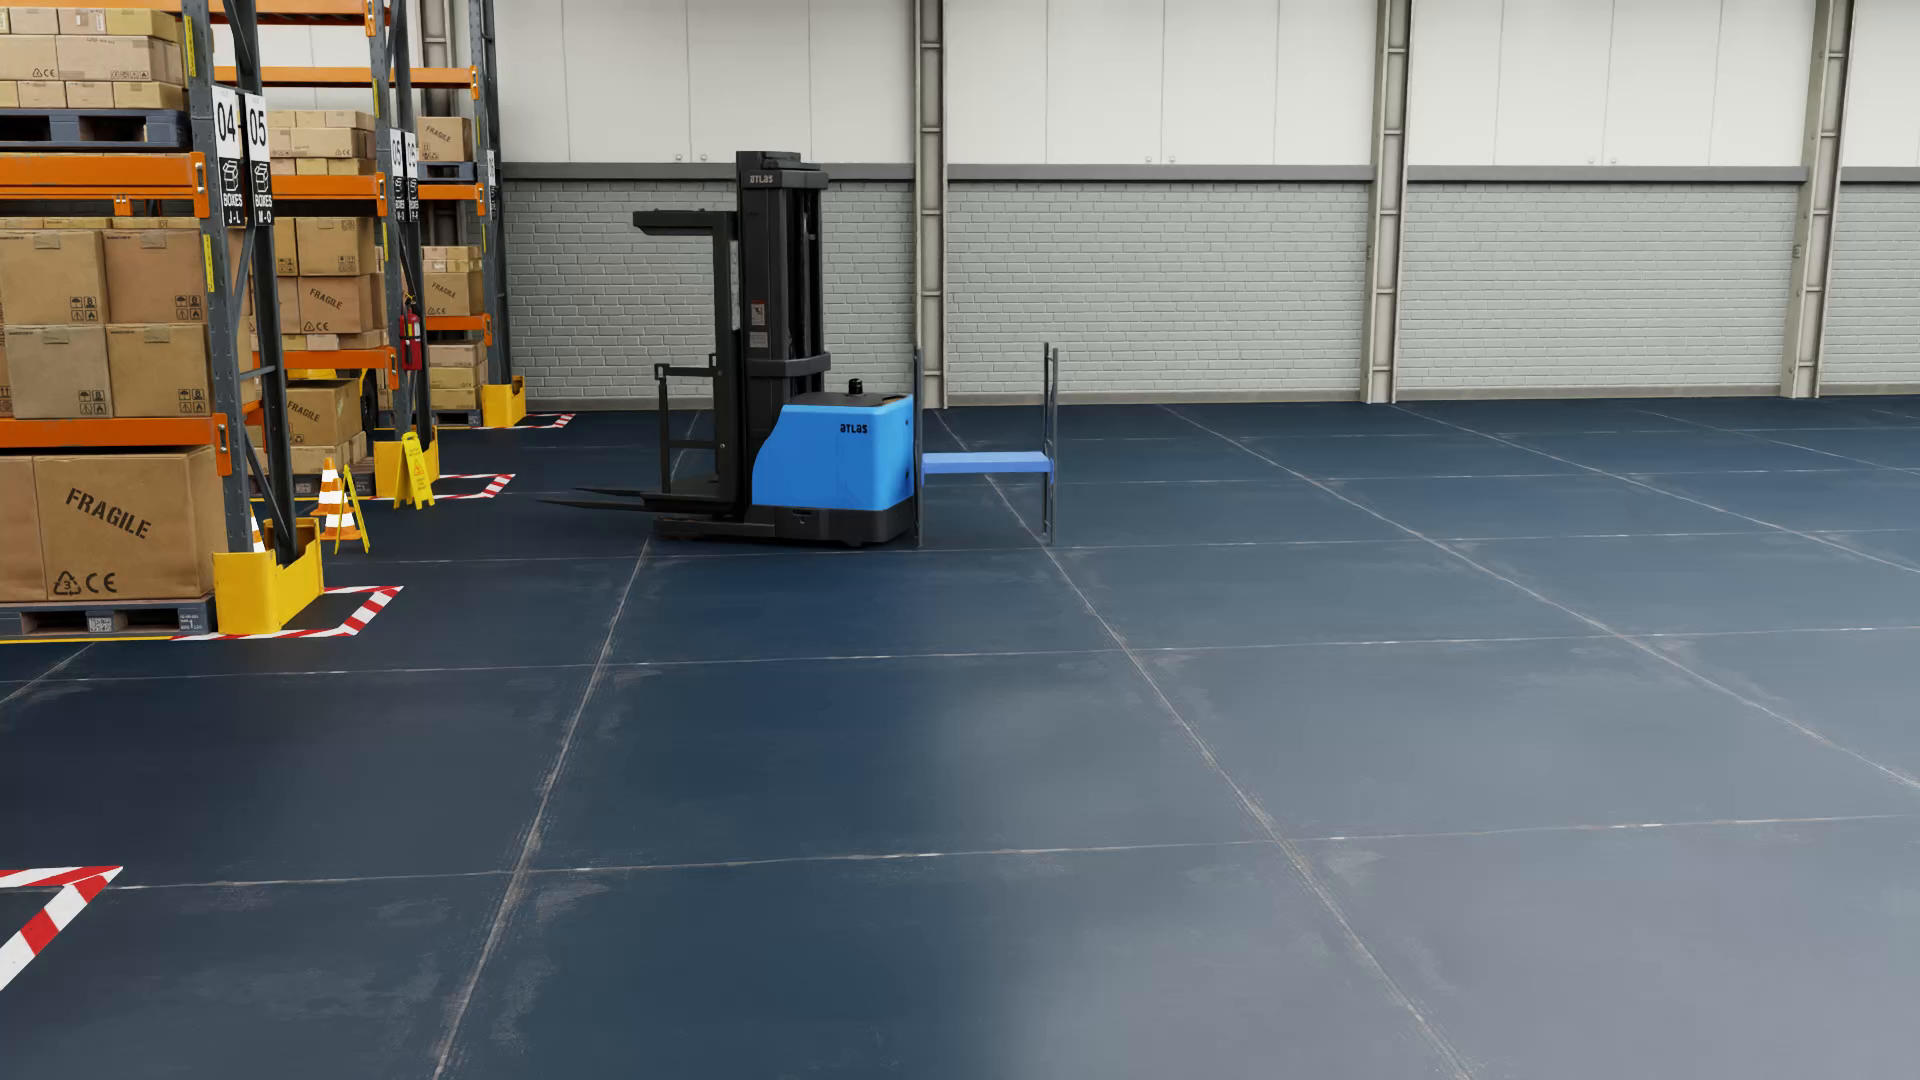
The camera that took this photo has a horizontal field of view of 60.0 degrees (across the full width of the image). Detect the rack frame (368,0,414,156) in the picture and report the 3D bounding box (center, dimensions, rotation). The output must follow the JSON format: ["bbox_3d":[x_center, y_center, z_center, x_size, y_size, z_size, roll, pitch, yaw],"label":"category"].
[{"bbox_3d":[-5.009,-4.905,14.491,0.127,3.000,1.000,-1,11,-6],"label":"rack frame"}]

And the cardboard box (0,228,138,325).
[{"bbox_3d":[-5.284,-1.588,9.984,0.550,0.550,0.875,-1,11,-6],"label":"cardboard box"}]

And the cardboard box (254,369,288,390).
[{"bbox_3d":[-6.135,-1.418,14.716,0.250,0.149,0.380,-1,11,-4],"label":"cardboard box"}]

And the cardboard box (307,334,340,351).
[{"bbox_3d":[-5.597,-1.763,14.711,0.250,0.149,0.380,-1,11,-7],"label":"cardboard box"}]

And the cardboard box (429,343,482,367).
[{"bbox_3d":[-5.973,-2.192,19.687,0.500,0.250,0.500,-1,11,-4],"label":"cardboard box"}]

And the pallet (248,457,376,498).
[{"bbox_3d":[-5.896,-0.582,15.279,1.213,0.211,1.003,-1,11,-6],"label":"pallet"}]

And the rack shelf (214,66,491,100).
[{"bbox_3d":[-7.537,-5.266,19.229,4.000,0.370,1.077,-1,11,-6],"label":"rack shelf"}]

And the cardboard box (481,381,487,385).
[{"bbox_3d":[-6.058,-1.798,20.275,0.500,0.250,0.500,-1,11,-6],"label":"cardboard box"}]

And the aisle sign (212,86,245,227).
[{"bbox_3d":[-4.271,-2.234,9.716,0.004,0.787,0.394,-1,11,-6],"label":"aisle sign"}]

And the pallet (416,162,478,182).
[{"bbox_3d":[-6.254,-4.332,19.581,1.213,0.211,1.003,-1,11,-6],"label":"pallet"}]

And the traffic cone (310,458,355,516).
[{"bbox_3d":[-5.297,-0.461,14.011,0.334,0.463,0.336,-1,11,-6],"label":"traffic cone"}]

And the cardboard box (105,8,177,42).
[{"bbox_3d":[-4.672,-2.937,9.493,0.250,0.149,0.380,-1,11,-6],"label":"cardboard box"}]

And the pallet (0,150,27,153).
[{"bbox_3d":[-6.326,-2.399,9.750,1.213,0.211,1.003,-1,11,-6],"label":"pallet"}]

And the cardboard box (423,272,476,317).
[{"bbox_3d":[-6.009,-2.902,19.594,0.500,0.500,0.500,-1,11,-7],"label":"cardboard box"}]

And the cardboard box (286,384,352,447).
[{"bbox_3d":[-5.777,-1.120,14.883,0.500,0.500,0.500,-1,11,-6],"label":"cardboard box"}]

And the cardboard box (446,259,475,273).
[{"bbox_3d":[-5.863,-3.220,19.529,0.250,0.149,0.380,-1,11,-5],"label":"cardboard box"}]

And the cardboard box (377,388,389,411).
[{"bbox_3d":[-6.975,-1.683,19.691,0.500,0.250,0.500,-1,11,-5],"label":"cardboard box"}]

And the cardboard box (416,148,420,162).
[{"bbox_3d":[-6.339,-4.442,19.212,0.250,0.149,0.380,-2,11,-8],"label":"cardboard box"}]

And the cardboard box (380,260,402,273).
[{"bbox_3d":[-6.626,-3.212,19.490,0.250,0.149,0.380,-1,11,-6],"label":"cardboard box"}]

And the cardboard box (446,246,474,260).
[{"bbox_3d":[-5.882,-3.379,19.567,0.250,0.149,0.380,-1,11,-6],"label":"cardboard box"}]

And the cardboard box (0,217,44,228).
[{"bbox_3d":[-8.014,-2.538,14.379,0.500,0.500,0.700,-1,11,-6],"label":"cardboard box"}]

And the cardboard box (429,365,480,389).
[{"bbox_3d":[-5.999,-1.946,19.732,0.500,0.250,0.500,-1,11,-7],"label":"cardboard box"}]

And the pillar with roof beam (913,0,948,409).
[{"bbox_3d":[0.092,-5.315,16.575,0.400,9.000,9.100,-1,11,-6],"label":"pillar with roof beam"}]

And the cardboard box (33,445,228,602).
[{"bbox_3d":[-5.041,-0.151,10.280,0.875,0.875,0.875,-1,11,-6],"label":"cardboard box"}]

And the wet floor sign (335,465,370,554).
[{"bbox_3d":[-4.559,-0.240,12.414,0.232,0.644,0.267,-3,12,-16],"label":"wet floor sign"}]

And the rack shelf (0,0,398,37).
[{"bbox_3d":[-6.997,-4.509,14.349,4.000,0.370,1.077,-1,11,-6],"label":"rack shelf"}]

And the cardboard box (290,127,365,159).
[{"bbox_3d":[-5.488,-3.443,14.449,0.500,0.250,0.500,-1,11,-7],"label":"cardboard box"}]

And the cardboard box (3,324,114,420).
[{"bbox_3d":[-5.282,-1.056,10.075,0.550,0.550,0.875,-1,11,-6],"label":"cardboard box"}]

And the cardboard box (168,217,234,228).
[{"bbox_3d":[-6.493,-2.555,14.467,0.500,0.500,0.700,-1,11,-7],"label":"cardboard box"}]

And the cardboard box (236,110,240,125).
[{"bbox_3d":[-6.083,-3.636,14.393,0.250,0.149,0.380,-1,11,-6],"label":"cardboard box"}]

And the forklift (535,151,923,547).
[{"bbox_3d":[-1.873,-1.522,13.014,3.031,2.935,1.130,3,12,16],"label":"forklift"}]

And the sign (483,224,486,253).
[{"bbox_3d":[-5.504,-3.493,19.246,0.005,0.325,0.100,-1,11,-6],"label":"sign"}]

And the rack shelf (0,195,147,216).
[{"bbox_3d":[-11.513,-3.907,19.056,4.000,0.370,1.077,-1,11,-6],"label":"rack shelf"}]

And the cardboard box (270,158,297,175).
[{"bbox_3d":[-5.845,-3.239,14.441,0.250,0.149,0.380,-1,11,-4],"label":"cardboard box"}]

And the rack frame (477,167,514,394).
[{"bbox_3d":[-5.549,-2.913,19.912,0.127,3.000,1.000,-1,11,-6],"label":"rack frame"}]

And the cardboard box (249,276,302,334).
[{"bbox_3d":[-6.017,-2.083,14.657,0.500,0.500,0.500,-1,11,-6],"label":"cardboard box"}]

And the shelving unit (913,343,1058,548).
[{"bbox_3d":[0.184,-0.731,12.700,1.048,1.500,0.538,-1,11,-6],"label":"shelving unit"}]

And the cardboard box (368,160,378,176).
[{"bbox_3d":[-5.374,-3.366,15.087,0.250,0.149,0.380,-1,11,-6],"label":"cardboard box"}]

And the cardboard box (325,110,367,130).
[{"bbox_3d":[-5.313,-3.638,14.404,0.250,0.149,0.380,-1,11,-6],"label":"cardboard box"}]

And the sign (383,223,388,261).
[{"bbox_3d":[-4.969,-2.578,14.384,0.005,0.325,0.100,-1,11,-6],"label":"sign"}]

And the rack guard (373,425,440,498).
[{"bbox_3d":[-5.084,-0.734,15.303,0.348,0.500,1.175,-1,11,-6],"label":"rack guard"}]

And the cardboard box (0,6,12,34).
[{"bbox_3d":[-5.432,-2.921,9.412,0.250,0.149,0.380,-1,11,-5],"label":"cardboard box"}]

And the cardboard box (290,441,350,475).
[{"bbox_3d":[-5.807,-0.750,14.944,0.500,0.250,0.500,-1,11,-6],"label":"cardboard box"}]

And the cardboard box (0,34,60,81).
[{"bbox_3d":[-5.328,-2.740,9.522,0.500,0.250,0.500,-1,11,-6],"label":"cardboard box"}]

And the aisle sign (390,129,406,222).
[{"bbox_3d":[-4.916,-3.183,14.543,0.004,0.787,0.394,-1,11,-6],"label":"aisle sign"}]

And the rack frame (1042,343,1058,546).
[{"bbox_3d":[0.689,-0.741,12.749,0.032,1.500,0.500,-1,11,-6],"label":"rack frame"}]

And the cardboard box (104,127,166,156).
[{"bbox_3d":[-7.006,-3.411,14.282,0.500,0.250,0.500,-1,11,-6],"label":"cardboard box"}]

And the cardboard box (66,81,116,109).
[{"bbox_3d":[-4.918,-2.541,9.545,0.250,0.149,0.380,-1,11,-6],"label":"cardboard box"}]

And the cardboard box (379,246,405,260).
[{"bbox_3d":[-6.636,-3.366,19.503,0.250,0.149,0.380,-1,11,-6],"label":"cardboard box"}]
